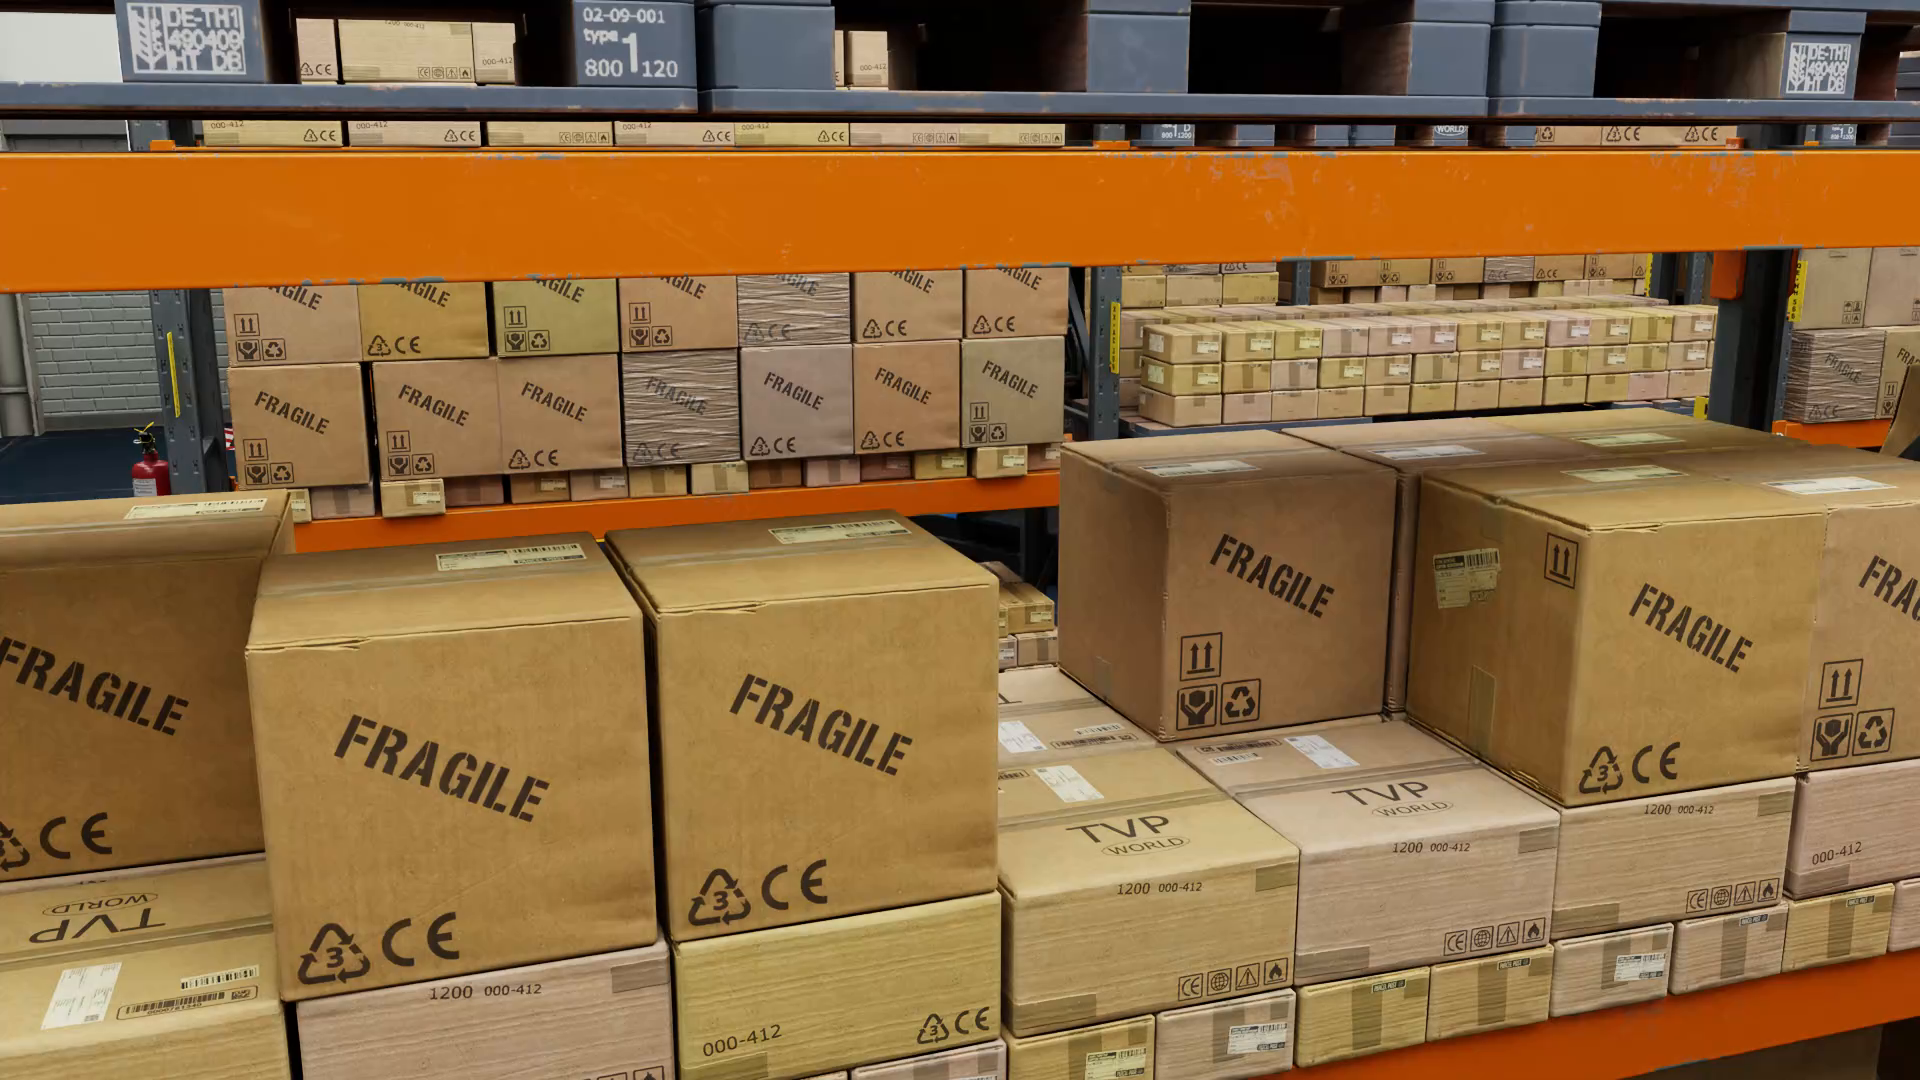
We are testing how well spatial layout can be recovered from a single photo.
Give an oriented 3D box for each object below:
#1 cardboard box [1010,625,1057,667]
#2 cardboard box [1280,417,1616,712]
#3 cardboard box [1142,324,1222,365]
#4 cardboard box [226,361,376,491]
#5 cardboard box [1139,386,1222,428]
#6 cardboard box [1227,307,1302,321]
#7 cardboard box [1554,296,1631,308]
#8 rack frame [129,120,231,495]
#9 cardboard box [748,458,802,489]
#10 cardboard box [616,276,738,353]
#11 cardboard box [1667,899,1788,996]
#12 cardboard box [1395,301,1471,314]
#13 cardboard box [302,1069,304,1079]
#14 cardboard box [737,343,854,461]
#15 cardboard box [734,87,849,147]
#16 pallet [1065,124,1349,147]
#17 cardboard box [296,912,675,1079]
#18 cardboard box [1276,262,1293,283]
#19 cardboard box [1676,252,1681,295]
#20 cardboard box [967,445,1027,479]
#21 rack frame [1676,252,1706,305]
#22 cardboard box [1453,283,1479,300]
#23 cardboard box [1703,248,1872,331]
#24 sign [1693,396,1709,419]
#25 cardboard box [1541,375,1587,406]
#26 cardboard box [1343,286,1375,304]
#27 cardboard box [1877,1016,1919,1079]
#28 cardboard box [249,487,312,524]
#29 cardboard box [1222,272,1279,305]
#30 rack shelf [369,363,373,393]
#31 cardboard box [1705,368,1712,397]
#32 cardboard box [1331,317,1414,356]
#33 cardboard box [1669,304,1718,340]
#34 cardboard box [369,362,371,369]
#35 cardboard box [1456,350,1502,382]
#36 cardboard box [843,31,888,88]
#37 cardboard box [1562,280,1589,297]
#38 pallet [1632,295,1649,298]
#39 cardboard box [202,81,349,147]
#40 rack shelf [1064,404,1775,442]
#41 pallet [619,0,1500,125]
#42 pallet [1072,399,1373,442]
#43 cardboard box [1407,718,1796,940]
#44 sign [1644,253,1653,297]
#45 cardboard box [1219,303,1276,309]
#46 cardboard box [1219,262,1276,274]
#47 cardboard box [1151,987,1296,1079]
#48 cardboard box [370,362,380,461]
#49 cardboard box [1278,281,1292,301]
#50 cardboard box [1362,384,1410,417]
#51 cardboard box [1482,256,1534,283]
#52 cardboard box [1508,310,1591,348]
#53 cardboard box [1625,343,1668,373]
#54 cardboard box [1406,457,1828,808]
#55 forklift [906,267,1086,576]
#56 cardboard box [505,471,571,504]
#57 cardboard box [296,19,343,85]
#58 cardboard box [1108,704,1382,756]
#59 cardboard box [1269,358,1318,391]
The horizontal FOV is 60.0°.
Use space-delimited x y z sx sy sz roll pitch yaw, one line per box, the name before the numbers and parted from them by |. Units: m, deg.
cardboard box | 0.343 0.491 8.208 0.250 0.149 0.380 -4 14 -17
cardboard box | 1.021 0.032 3.585 0.500 0.500 0.500 -4 14 -18
cardboard box | 1.060 -0.940 7.962 0.250 0.149 0.380 -4 14 -15
cardboard box | -2.738 -0.511 6.950 0.500 0.500 0.500 -4 14 -15
cardboard box | 1.060 -0.650 8.031 0.250 0.149 0.380 -5 14 -21
cardboard box | 1.607 -1.142 8.813 0.250 0.149 0.380 -5 14 -18
cardboard box | 3.577 -1.295 9.454 0.250 0.149 0.380 -5 14 -20
rack frame | -3.251 -0.345 7.111 0.127 3.000 1.000 -4 14 -18
cardboard box | -0.896 -0.349 7.670 0.250 0.149 0.380 -5 14 -19
cardboard box | -1.283 -1.110 7.309 0.500 0.500 0.500 -5 14 -20
cardboard box | 1.354 0.710 3.220 0.250 0.149 0.380 -5 14 -19
cardboard box | 2.586 -1.218 9.131 0.250 0.149 0.380 -4 14 -16
cardboard box | -1.081 0.899 2.422 0.250 0.149 0.380 -5 14 -19
cardboard box | -0.793 -0.661 7.582 0.500 0.500 0.500 -5 14 -18
cardboard box | -0.797 -1.859 7.319 0.500 0.250 0.500 -5 14 -19
pallet | 1.159 -2.030 8.120 1.003 0.211 1.213 -4 14 -18
cardboard box | -0.734 0.663 2.557 0.500 0.250 0.500 -5 14 -19
cardboard box | 2.999 -2.506 14.429 0.500 0.500 0.500 -5 14 -20
cardboard box | 6.789 -2.590 15.689 0.500 0.500 0.500 -5 14 -20
cardboard box | 0.134 -0.403 7.896 0.250 0.149 0.380 -5 14 -20
rack frame | 6.448 -2.309 15.367 0.127 3.000 1.000 -4 14 -18
cardboard box | 4.303 -2.183 14.472 0.250 0.149 0.380 -4 14 -16
cardboard box | 4.760 -1.501 9.596 0.500 0.500 0.700 -5 14 -18
sign | 1.844 -0.188 4.120 0.005 0.325 0.100 -4 14 -18
cardboard box | 3.038 -0.805 8.682 0.250 0.149 0.380 -5 14 -21
cardboard box | 3.302 -2.092 14.093 0.250 0.149 0.380 -5 14 -22
cardboard box | 2.626 1.233 4.162 0.875 0.875 1.225 -4 14 -18
cardboard box | -2.840 -0.175 6.938 0.250 0.149 0.380 -5 14 -19
cardboard box | 2.278 -2.092 13.701 0.500 0.250 0.500 -5 14 -18
rack shelf | -3.030 -1.221 12.348 4.000 0.370 1.077 -4 14 -18
cardboard box | 4.010 -0.880 8.997 0.250 0.149 0.380 -4 14 -17
cardboard box | 2.046 -1.017 8.286 0.250 0.149 0.380 -5 14 -19
cardboard box | 4.013 -1.170 8.930 0.250 0.149 0.380 -5 14 -20
cardboard box | -3.909 -1.488 11.699 0.500 0.500 0.500 -5 14 -19
cardboard box | 2.542 -0.911 8.484 0.250 0.149 0.380 -5 14 -19
cardboard box | -0.313 -2.144 7.436 0.500 0.250 0.500 -5 14 -20
cardboard box | 5.319 -2.230 14.673 0.250 0.149 0.380 -4 14 -18
pallet | 5.677 -2.191 15.286 1.213 0.211 1.003 -4 14 -18
cardboard box | -2.744 -1.708 6.685 0.500 0.250 0.500 -4 14 -16
rack shelf | 2.435 -0.438 9.056 4.000 0.370 1.077 -4 14 -18
pallet | 0.093 -0.814 2.792 1.213 0.211 1.003 -4 14 -18
pallet | 1.311 -0.571 8.477 1.213 0.211 1.003 -4 14 -18
cardboard box | 1.202 0.512 3.189 0.500 0.250 0.500 -4 14 -16
sign | 4.151 -1.620 9.970 0.005 0.325 0.100 -4 14 -18
cardboard box | 2.260 -1.846 13.747 0.500 0.250 0.500 -5 14 -20
cardboard box | 2.250 -2.453 13.597 0.500 0.500 0.500 -5 14 -20
cardboard box | 0.382 0.785 2.903 0.250 0.149 0.380 -4 14 -17
cardboard box | -2.418 -0.665 7.597 0.500 0.500 0.500 -5 14 -19
cardboard box | 2.892 -2.172 14.425 0.250 0.149 0.380 -4 14 -16
cardboard box | 2.038 -0.727 8.352 0.250 0.149 0.380 -5 14 -21
cardboard box | 4.626 -2.510 14.445 0.500 0.500 0.500 -5 14 -20
cardboard box | 3.043 -1.096 8.617 0.250 0.149 0.380 -4 14 -18
cardboard box | 3.507 -0.986 8.798 0.250 0.149 0.380 -4 14 -17
cardboard box | 1.199 0.147 3.103 0.500 0.500 0.500 -4 14 -17
forklift | 0.654 -1.284 11.207 3.031 2.935 1.130 12 18 42
cardboard box | -1.873 -0.275 7.358 0.250 0.149 0.380 -5 14 -19
cardboard box | -2.743 -1.951 6.623 0.500 0.250 0.500 -4 14 -17
cardboard box | 0.535 0.436 3.511 0.500 0.250 0.500 -4 14 -17
cardboard box | 1.549 -0.834 8.159 0.250 0.149 0.380 -4 14 -17
